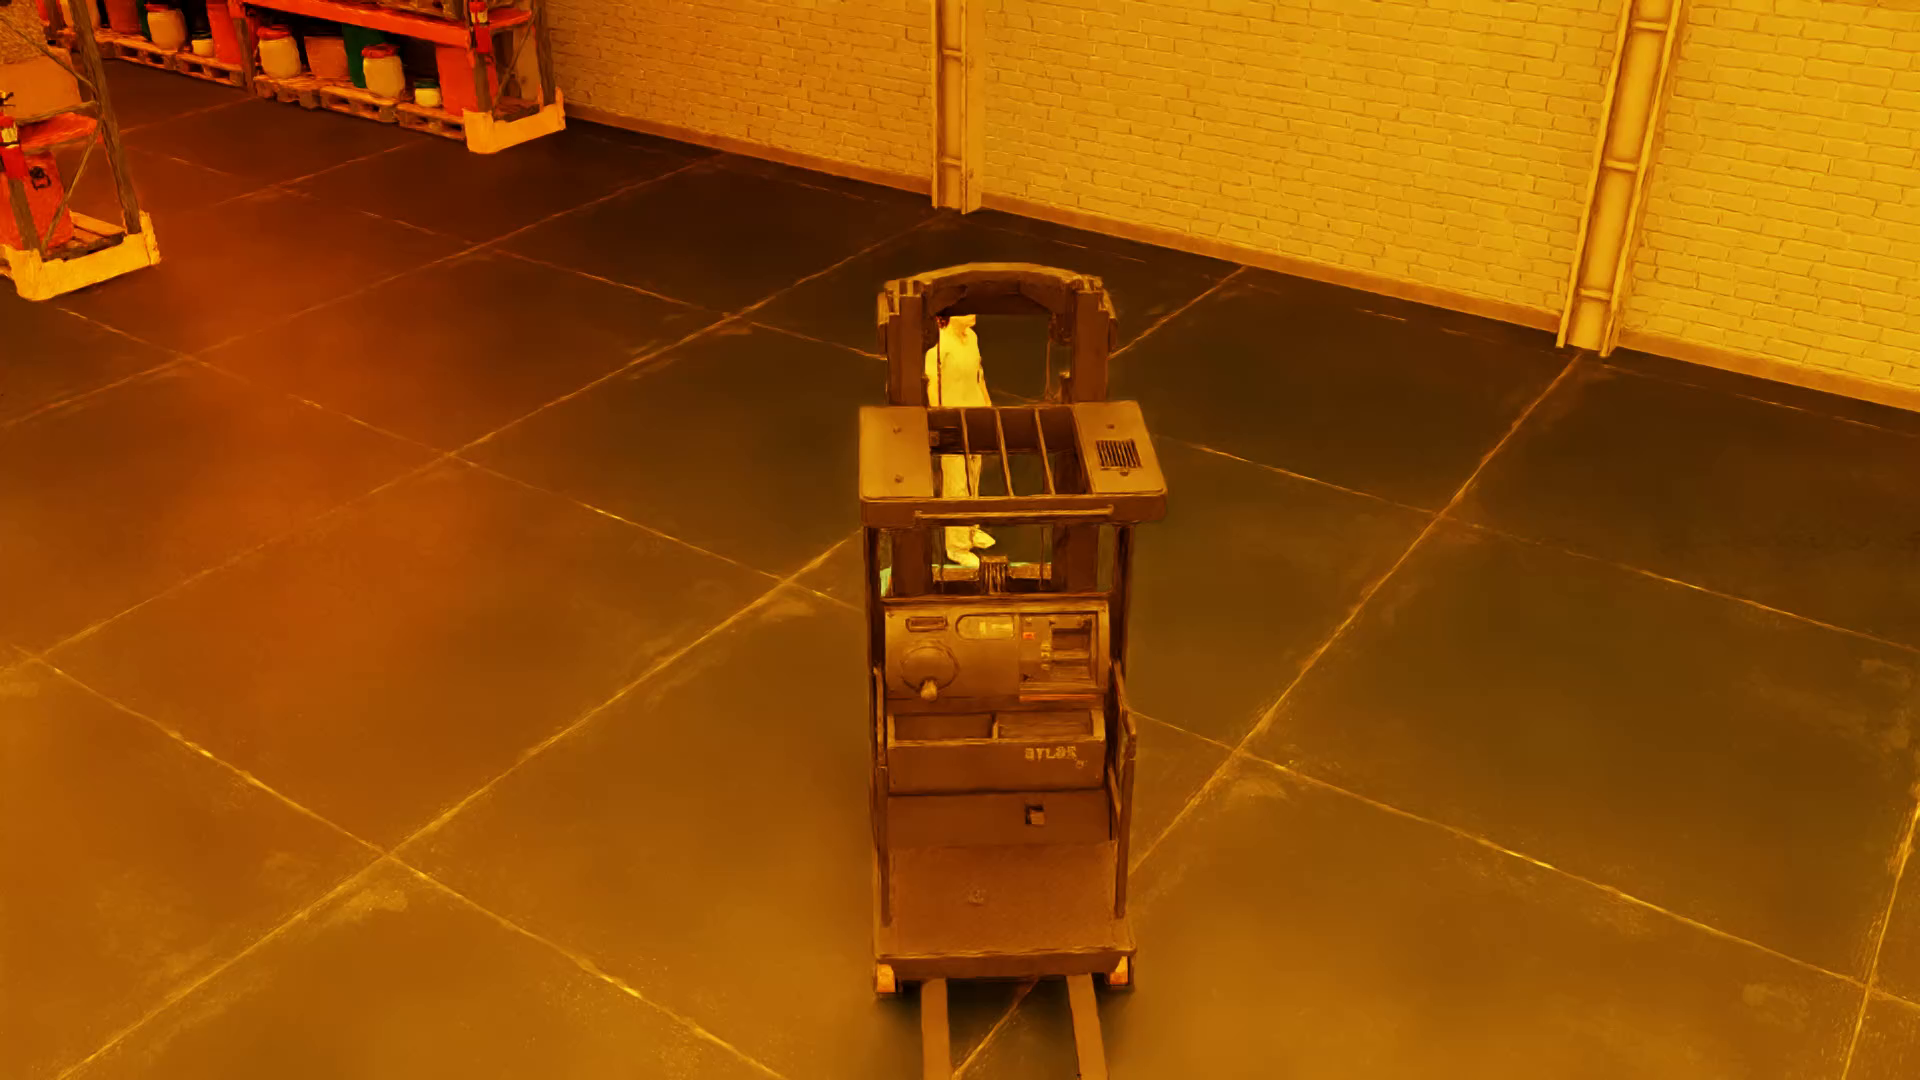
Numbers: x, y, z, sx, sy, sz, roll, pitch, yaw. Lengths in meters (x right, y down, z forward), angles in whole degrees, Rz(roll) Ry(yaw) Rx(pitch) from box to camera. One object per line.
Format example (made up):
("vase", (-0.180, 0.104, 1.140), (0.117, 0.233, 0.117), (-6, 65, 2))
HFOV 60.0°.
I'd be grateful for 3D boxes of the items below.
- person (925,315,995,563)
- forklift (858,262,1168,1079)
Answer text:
("person", (0.060, -0.698, 10.029), (0.532, 1.663, 0.550), (19, 35, 29))
("forklift", (0.168, 0.509, 6.705), (1.130, 2.935, 3.031), (-1, 30, -3))
